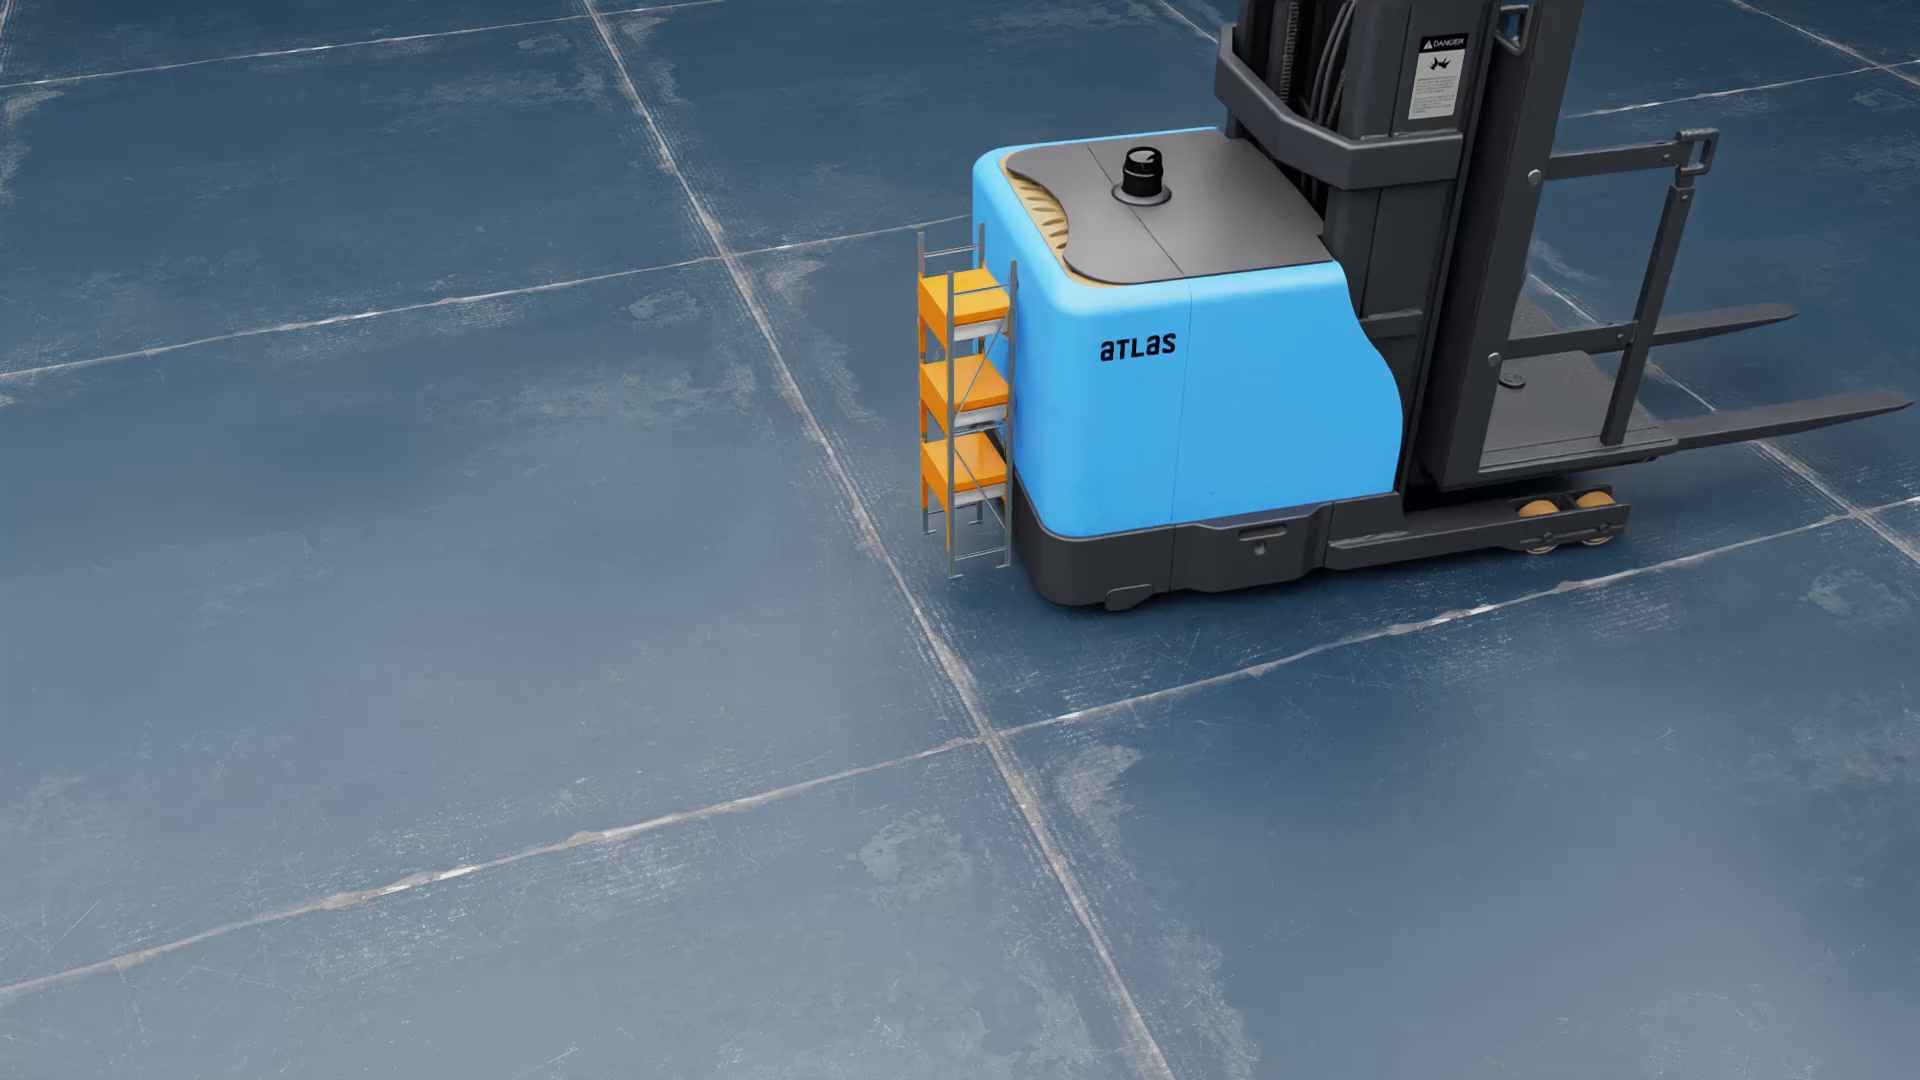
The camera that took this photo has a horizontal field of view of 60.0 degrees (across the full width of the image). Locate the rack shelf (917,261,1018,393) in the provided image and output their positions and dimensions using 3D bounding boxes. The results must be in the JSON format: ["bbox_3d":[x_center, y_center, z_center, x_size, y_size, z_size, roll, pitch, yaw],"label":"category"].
[{"bbox_3d":[0.018,-0.607,4.730,0.215,0.259,0.240,-12,39,-16],"label":"rack shelf"}]

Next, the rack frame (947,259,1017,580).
[{"bbox_3d":[0.060,-0.320,4.803,0.200,1.050,0.008,-12,39,-16],"label":"rack frame"}]

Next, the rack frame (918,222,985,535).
[{"bbox_3d":[-0.024,-0.458,4.986,0.200,1.050,0.008,-12,39,-16],"label":"rack frame"}]

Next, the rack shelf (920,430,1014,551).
[{"bbox_3d":[0.018,-0.159,5.068,0.215,0.259,0.240,-12,39,-16],"label":"rack shelf"}]

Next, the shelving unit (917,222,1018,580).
[{"bbox_3d":[0.018,-0.389,4.894,0.215,1.050,0.252,-12,39,-16],"label":"shelving unit"}]

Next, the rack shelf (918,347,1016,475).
[{"bbox_3d":[0.018,-0.381,4.900,0.215,0.259,0.240,-12,39,-16],"label":"rack shelf"}]

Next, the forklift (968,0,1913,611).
[{"bbox_3d":[1.599,-1.429,4.710,3.031,2.935,1.130,-8,38,-11],"label":"forklift"}]
